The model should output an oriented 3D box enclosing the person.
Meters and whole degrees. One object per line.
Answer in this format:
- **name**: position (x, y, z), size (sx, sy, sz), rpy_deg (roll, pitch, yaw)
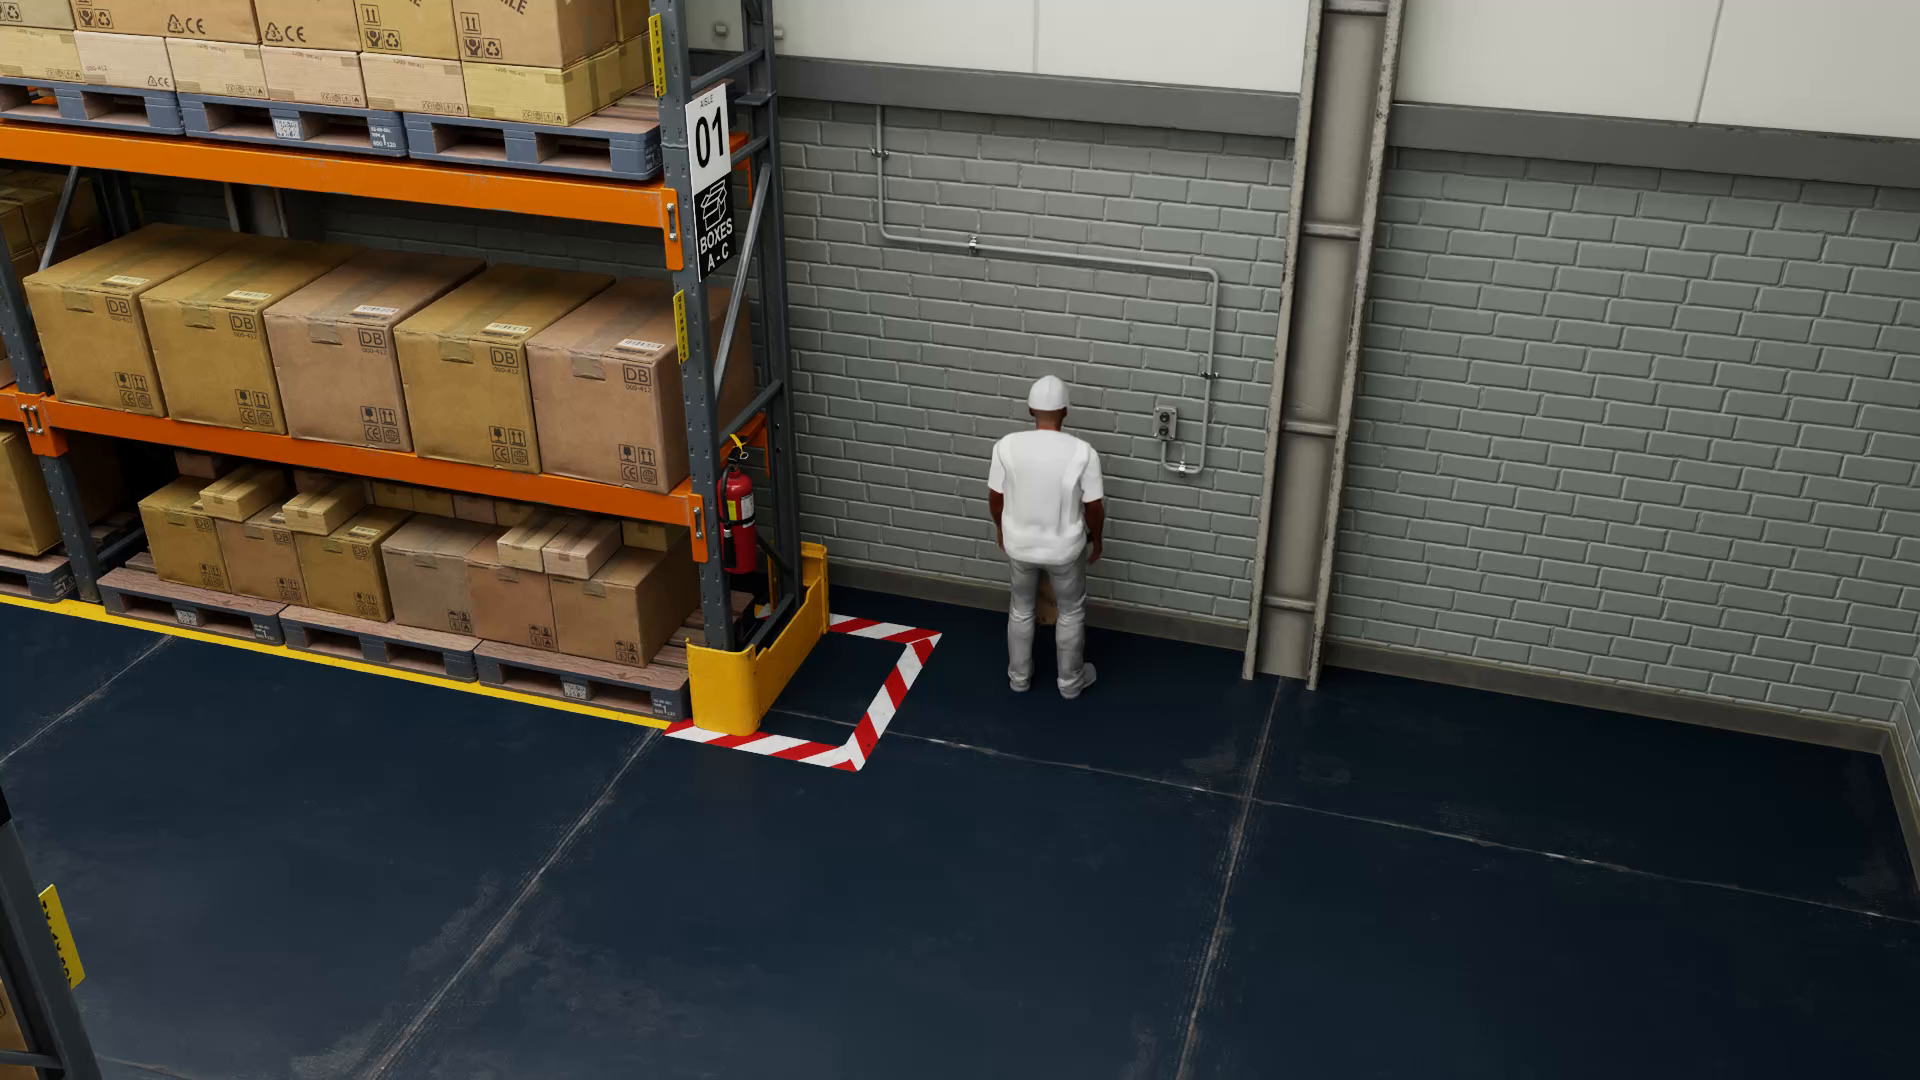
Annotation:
- **person**: position (0.438, 0.003, 8.481), size (0.594, 1.764, 0.435), rpy_deg (8, 30, 13)
